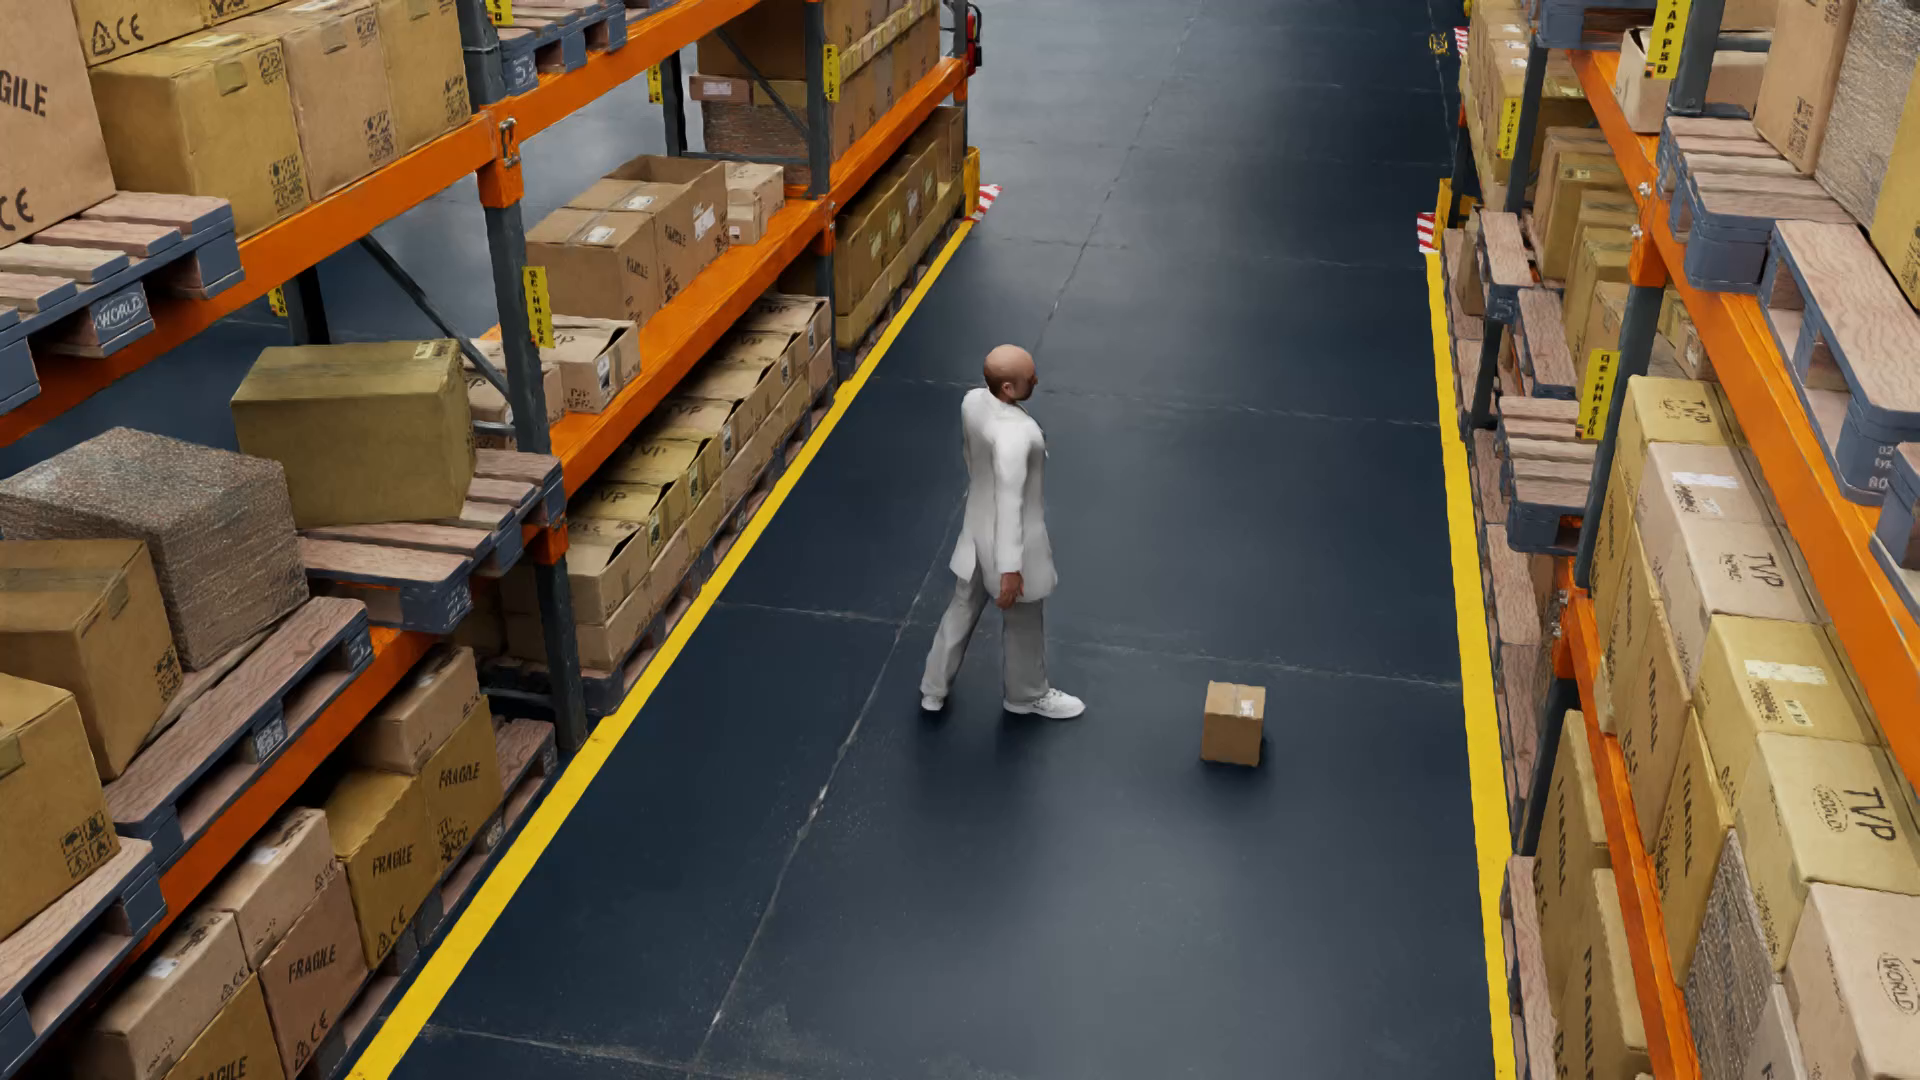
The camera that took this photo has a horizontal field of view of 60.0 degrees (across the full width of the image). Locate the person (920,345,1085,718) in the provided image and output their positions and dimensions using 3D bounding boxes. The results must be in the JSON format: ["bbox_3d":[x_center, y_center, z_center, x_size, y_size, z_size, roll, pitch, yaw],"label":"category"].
[{"bbox_3d":[0.171,-0.014,7.161,0.685,1.776,0.701,-12,31,-22],"label":"person"}]
